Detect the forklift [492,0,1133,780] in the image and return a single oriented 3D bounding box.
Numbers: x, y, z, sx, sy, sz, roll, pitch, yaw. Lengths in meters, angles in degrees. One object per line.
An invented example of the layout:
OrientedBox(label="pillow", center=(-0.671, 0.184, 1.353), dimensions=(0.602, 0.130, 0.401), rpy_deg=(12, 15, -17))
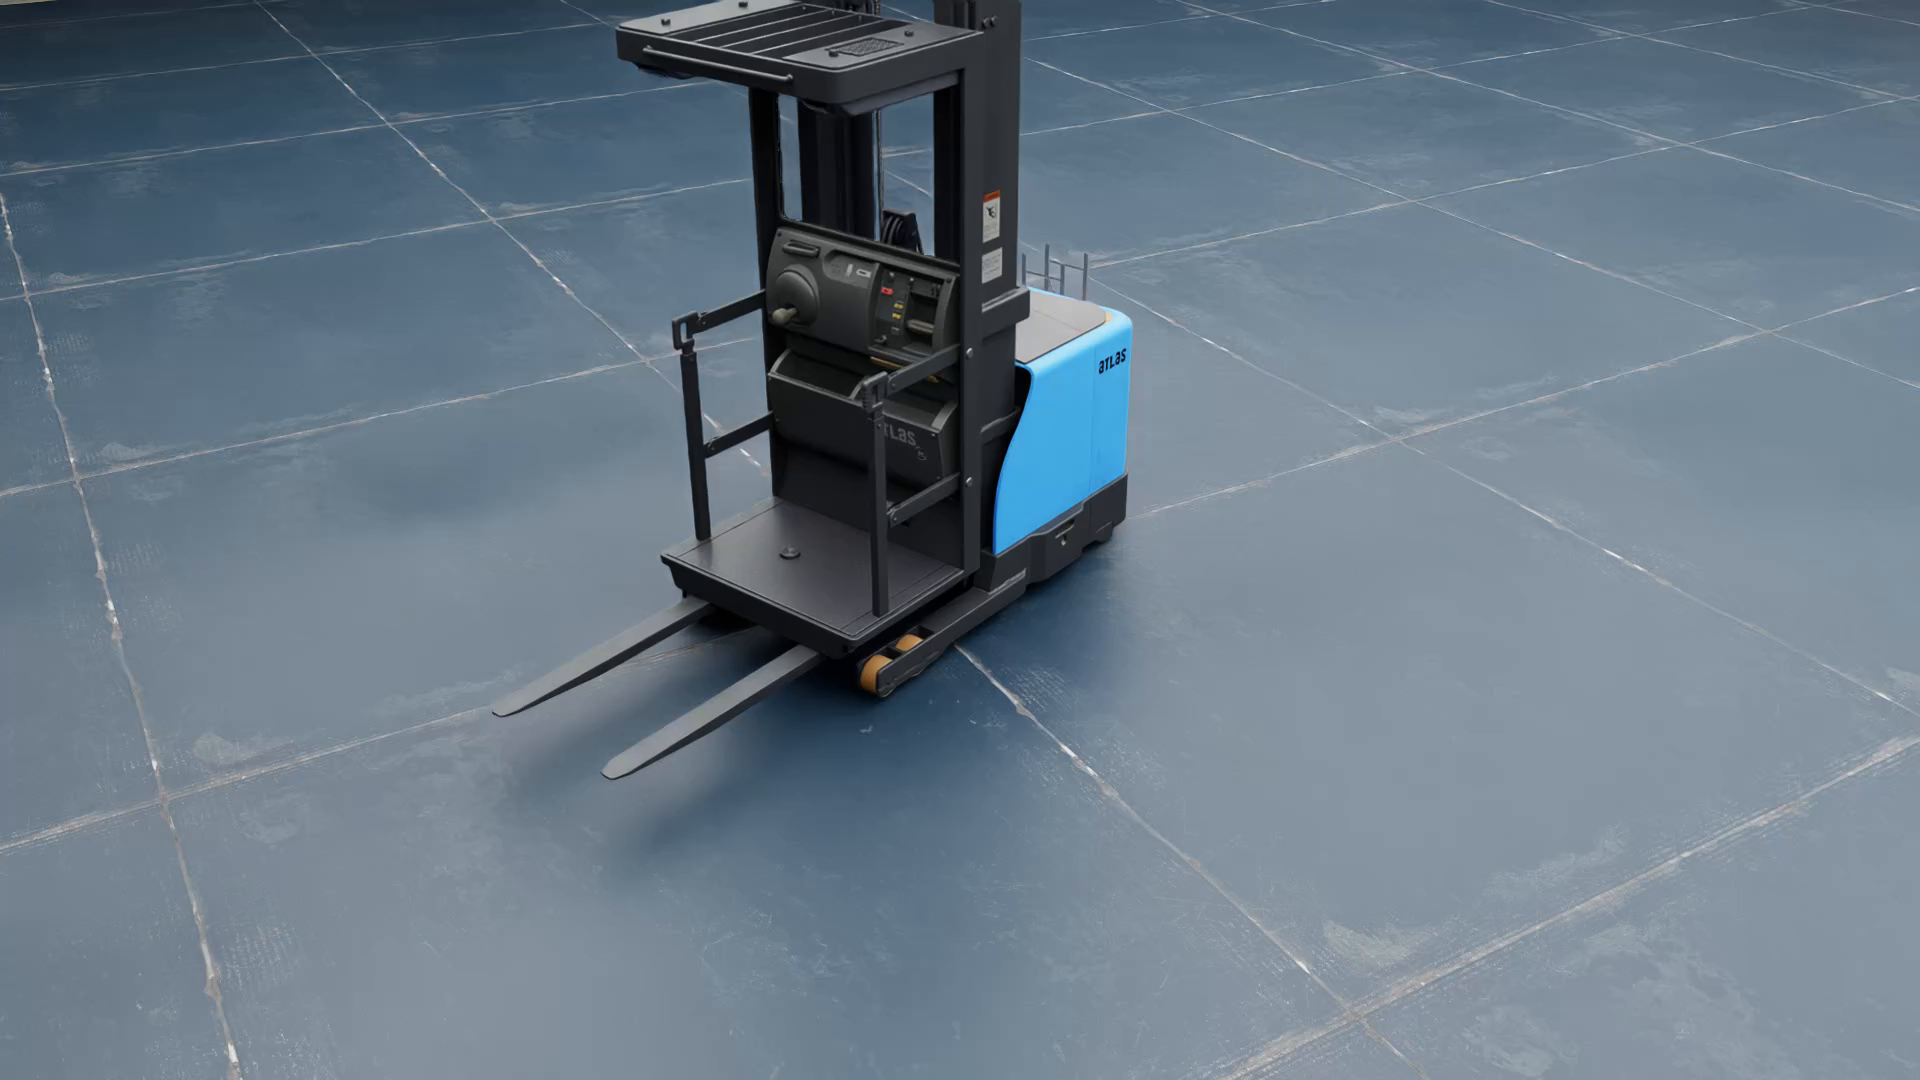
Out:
OrientedBox(label="forklift", center=(-0.531, -0.929, 6.399), dimensions=(1.130, 2.935, 3.031), rpy_deg=(21, 35, 33))

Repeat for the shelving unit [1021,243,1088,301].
OrientedBox(label="shelving unit", center=(0.438, -0.794, 7.946), dimensions=(0.258, 1.200, 0.189), rpy_deg=(21, 35, 33))

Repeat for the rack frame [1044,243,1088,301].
OrientedBox(label="rack frame", center=(0.495, -0.828, 8.009), dimensions=(0.240, 1.200, 0.006), rpy_deg=(21, 35, 33))

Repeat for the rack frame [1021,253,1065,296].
OrientedBox(label="rack frame", center=(0.381, -0.759, 7.884), dimensions=(0.240, 1.200, 0.006), rpy_deg=(21, 35, 33))
